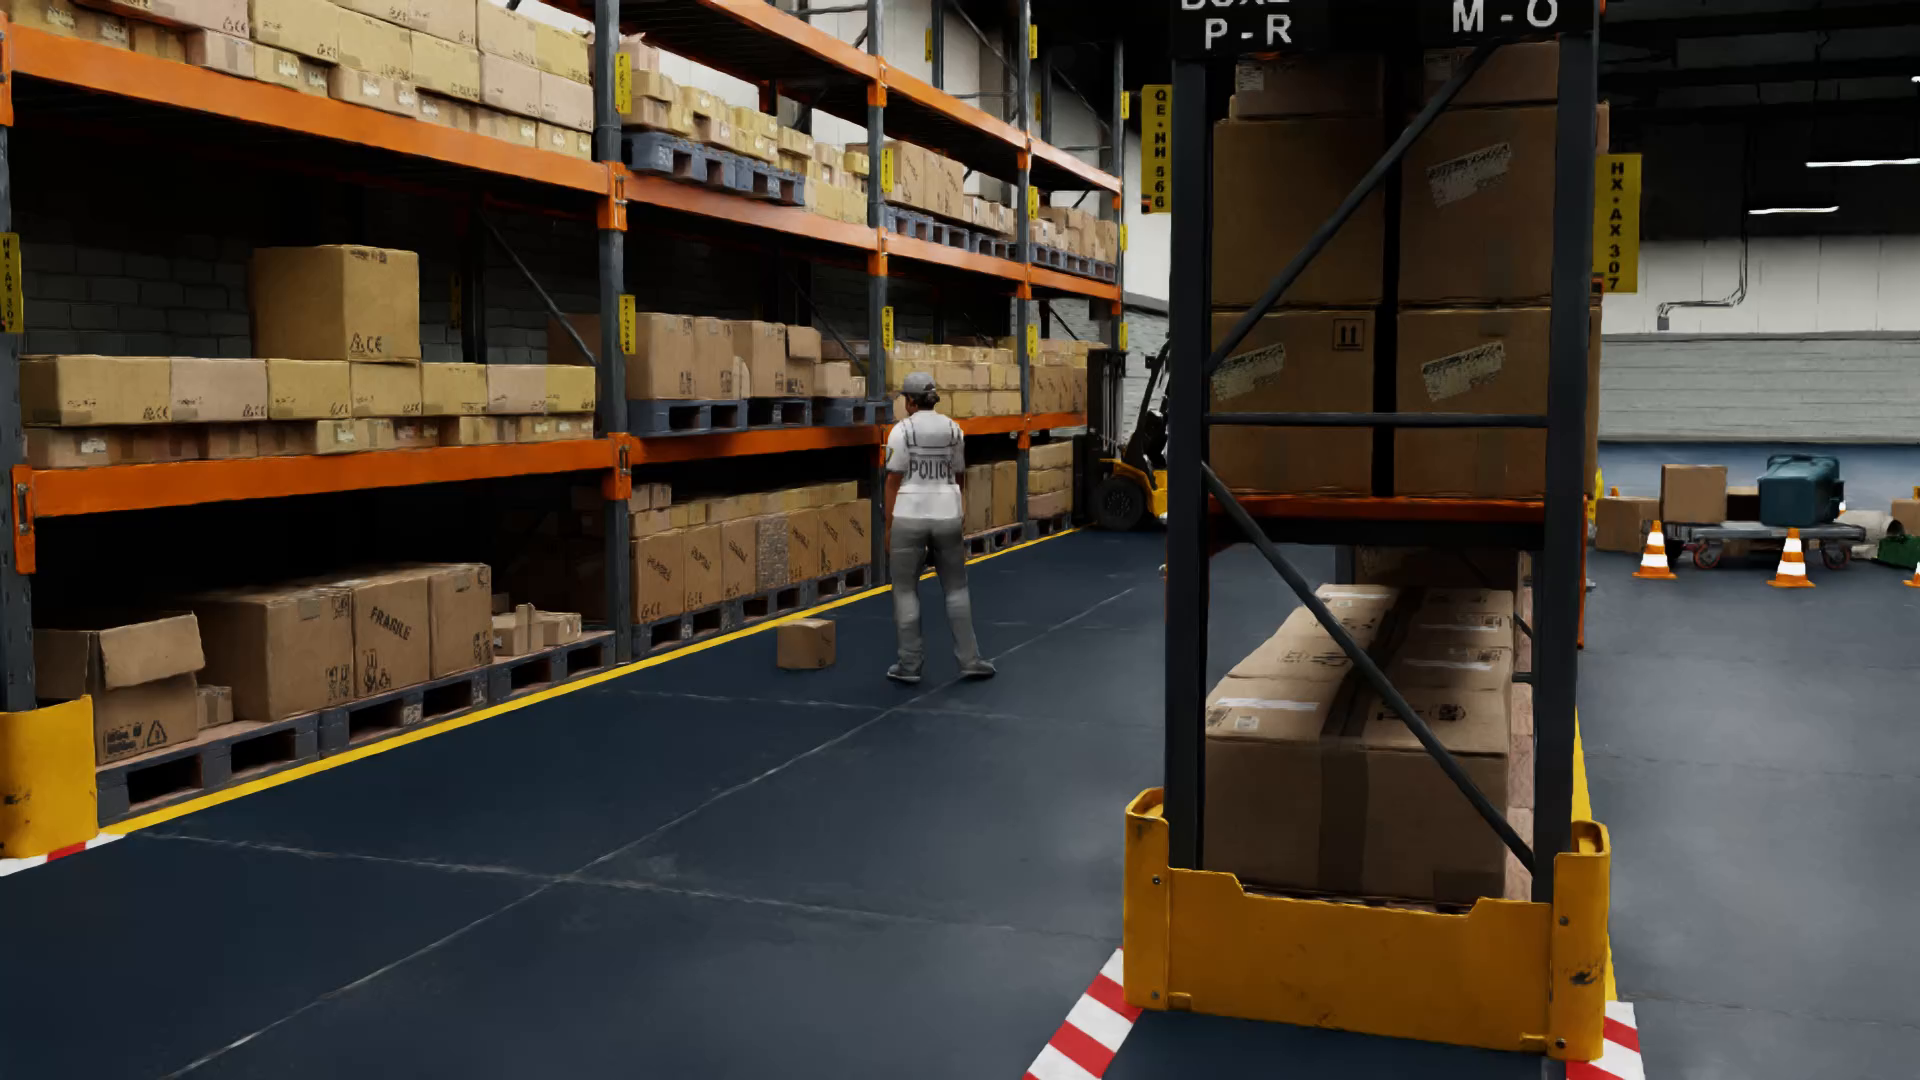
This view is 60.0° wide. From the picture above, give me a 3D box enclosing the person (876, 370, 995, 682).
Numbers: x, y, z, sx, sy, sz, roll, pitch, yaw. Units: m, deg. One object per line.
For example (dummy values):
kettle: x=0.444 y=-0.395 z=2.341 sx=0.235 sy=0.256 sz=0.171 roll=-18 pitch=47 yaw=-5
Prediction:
person: x=-0.106 y=-0.080 z=8.991 sx=0.678 sy=1.665 sz=0.384 roll=-2 pitch=6 yaw=-24
